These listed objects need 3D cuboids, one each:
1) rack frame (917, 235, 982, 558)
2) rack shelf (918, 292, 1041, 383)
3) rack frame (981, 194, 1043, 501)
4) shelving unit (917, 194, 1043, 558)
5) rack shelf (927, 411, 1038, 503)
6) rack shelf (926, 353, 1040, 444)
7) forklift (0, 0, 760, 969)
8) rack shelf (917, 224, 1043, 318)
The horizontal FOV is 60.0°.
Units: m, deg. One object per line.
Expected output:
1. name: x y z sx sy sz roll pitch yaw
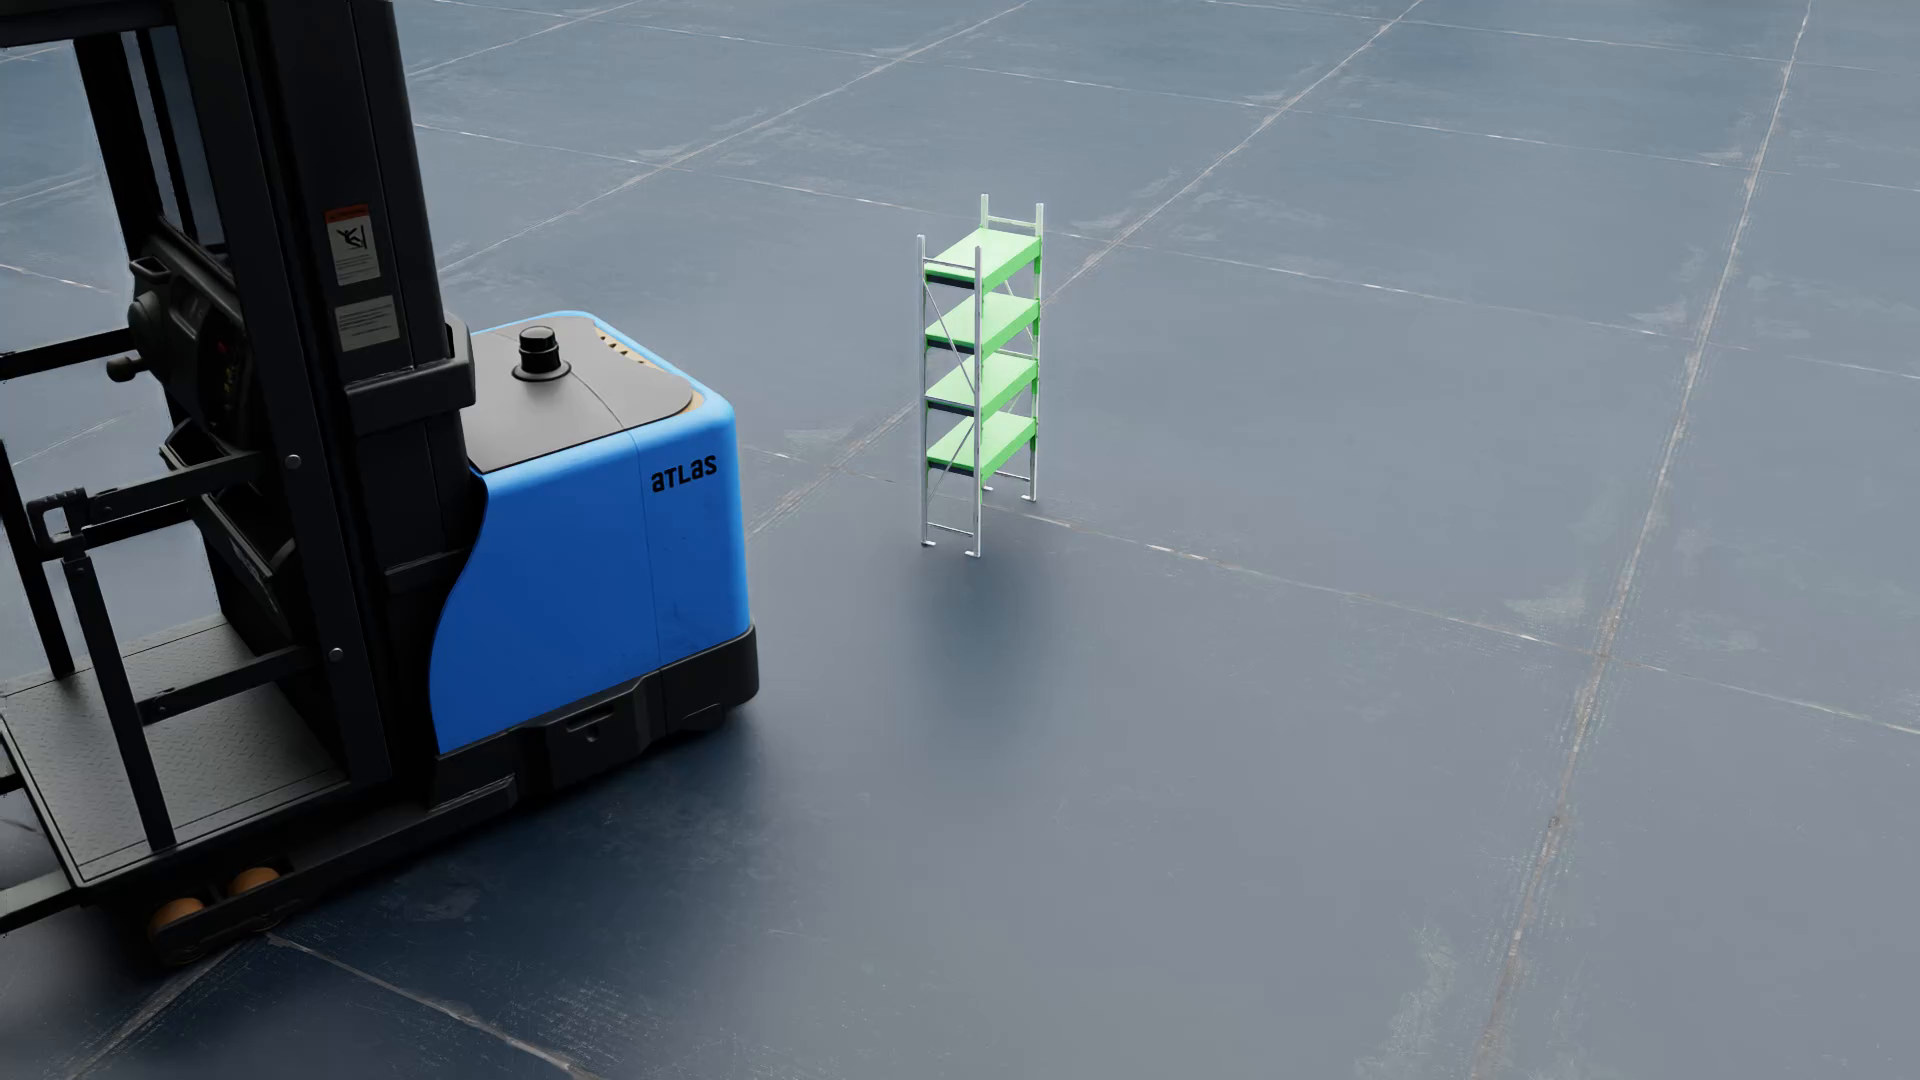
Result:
1. rack frame: -0.036 -0.486 5.891 0.240 1.200 0.015 14 33 23
2. rack shelf: 0.075 -0.746 5.991 0.258 0.148 0.480 14 33 23
3. rack frame: 0.187 -0.702 6.267 0.240 1.200 0.015 14 33 23
4. shelving unit: 0.075 -0.594 6.079 0.258 1.200 0.503 14 33 23
5. rack shelf: 0.075 -0.330 6.230 0.258 0.148 0.480 14 33 23
6. rack shelf: 0.075 -0.538 6.111 0.258 0.148 0.480 14 33 23
7. forklift: -2.108 -0.466 4.119 3.031 2.935 1.130 -22 36 -33
8. rack shelf: 0.075 -0.955 5.872 0.258 0.148 0.480 14 33 23
